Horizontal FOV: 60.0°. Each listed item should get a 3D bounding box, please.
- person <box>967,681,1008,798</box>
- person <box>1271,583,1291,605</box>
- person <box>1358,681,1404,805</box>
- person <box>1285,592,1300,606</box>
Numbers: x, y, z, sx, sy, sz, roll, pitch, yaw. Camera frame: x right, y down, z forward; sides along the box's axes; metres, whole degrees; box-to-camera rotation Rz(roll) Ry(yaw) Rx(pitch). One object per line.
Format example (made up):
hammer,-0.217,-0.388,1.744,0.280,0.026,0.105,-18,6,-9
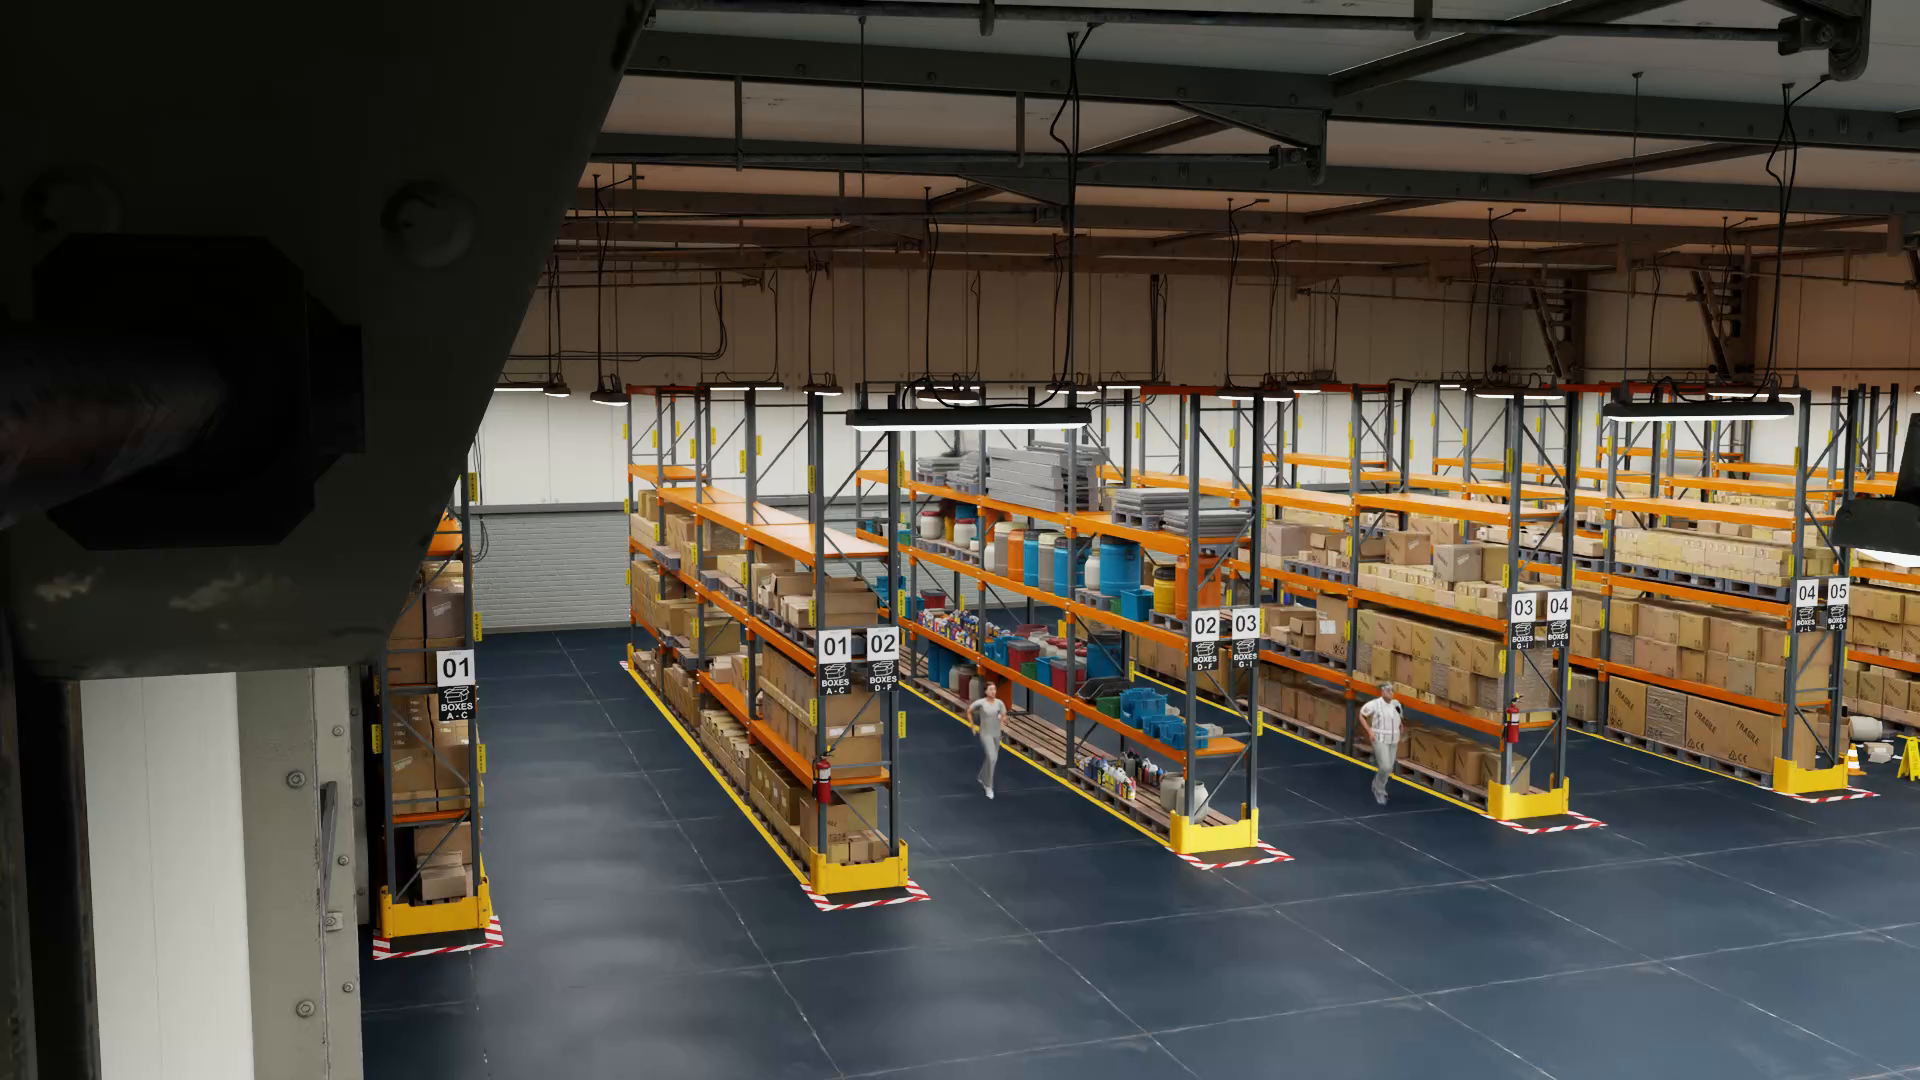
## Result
person,0.433,2.950,24.732,0.531,1.720,0.738,-3,7,-29
person,6.996,1.778,36.215,0.582,1.706,0.832,-1,6,-12
person,6.214,2.969,24.313,0.650,1.858,0.671,-2,6,-22
person,8.109,1.197,41.333,0.904,1.729,0.728,5,7,38
